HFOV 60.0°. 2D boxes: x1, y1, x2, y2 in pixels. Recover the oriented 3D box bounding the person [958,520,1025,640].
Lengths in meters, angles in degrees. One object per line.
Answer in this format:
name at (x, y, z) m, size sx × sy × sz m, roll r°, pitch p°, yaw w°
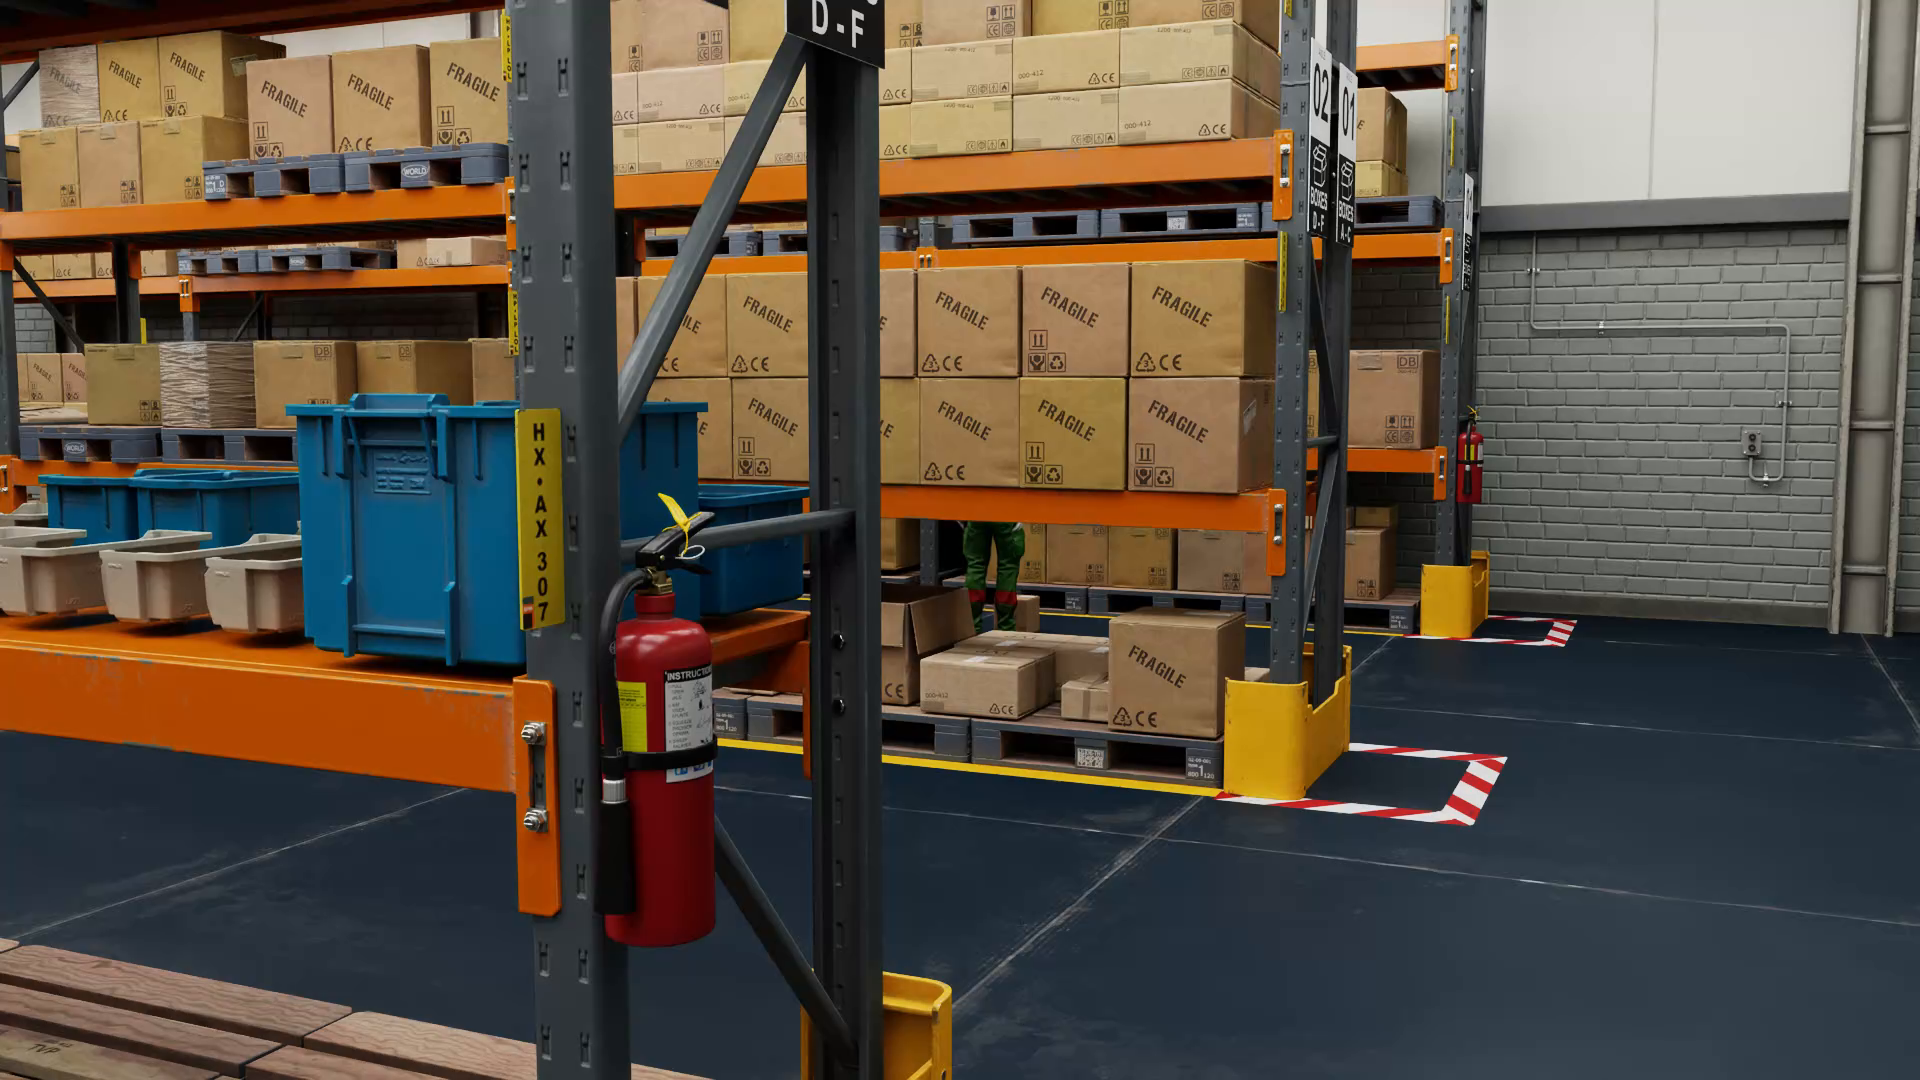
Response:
person at (0.213, -0.184, 11.359) m, size 0.525 × 1.799 × 0.346 m, roll 3°, pitch 6°, yaw 25°
